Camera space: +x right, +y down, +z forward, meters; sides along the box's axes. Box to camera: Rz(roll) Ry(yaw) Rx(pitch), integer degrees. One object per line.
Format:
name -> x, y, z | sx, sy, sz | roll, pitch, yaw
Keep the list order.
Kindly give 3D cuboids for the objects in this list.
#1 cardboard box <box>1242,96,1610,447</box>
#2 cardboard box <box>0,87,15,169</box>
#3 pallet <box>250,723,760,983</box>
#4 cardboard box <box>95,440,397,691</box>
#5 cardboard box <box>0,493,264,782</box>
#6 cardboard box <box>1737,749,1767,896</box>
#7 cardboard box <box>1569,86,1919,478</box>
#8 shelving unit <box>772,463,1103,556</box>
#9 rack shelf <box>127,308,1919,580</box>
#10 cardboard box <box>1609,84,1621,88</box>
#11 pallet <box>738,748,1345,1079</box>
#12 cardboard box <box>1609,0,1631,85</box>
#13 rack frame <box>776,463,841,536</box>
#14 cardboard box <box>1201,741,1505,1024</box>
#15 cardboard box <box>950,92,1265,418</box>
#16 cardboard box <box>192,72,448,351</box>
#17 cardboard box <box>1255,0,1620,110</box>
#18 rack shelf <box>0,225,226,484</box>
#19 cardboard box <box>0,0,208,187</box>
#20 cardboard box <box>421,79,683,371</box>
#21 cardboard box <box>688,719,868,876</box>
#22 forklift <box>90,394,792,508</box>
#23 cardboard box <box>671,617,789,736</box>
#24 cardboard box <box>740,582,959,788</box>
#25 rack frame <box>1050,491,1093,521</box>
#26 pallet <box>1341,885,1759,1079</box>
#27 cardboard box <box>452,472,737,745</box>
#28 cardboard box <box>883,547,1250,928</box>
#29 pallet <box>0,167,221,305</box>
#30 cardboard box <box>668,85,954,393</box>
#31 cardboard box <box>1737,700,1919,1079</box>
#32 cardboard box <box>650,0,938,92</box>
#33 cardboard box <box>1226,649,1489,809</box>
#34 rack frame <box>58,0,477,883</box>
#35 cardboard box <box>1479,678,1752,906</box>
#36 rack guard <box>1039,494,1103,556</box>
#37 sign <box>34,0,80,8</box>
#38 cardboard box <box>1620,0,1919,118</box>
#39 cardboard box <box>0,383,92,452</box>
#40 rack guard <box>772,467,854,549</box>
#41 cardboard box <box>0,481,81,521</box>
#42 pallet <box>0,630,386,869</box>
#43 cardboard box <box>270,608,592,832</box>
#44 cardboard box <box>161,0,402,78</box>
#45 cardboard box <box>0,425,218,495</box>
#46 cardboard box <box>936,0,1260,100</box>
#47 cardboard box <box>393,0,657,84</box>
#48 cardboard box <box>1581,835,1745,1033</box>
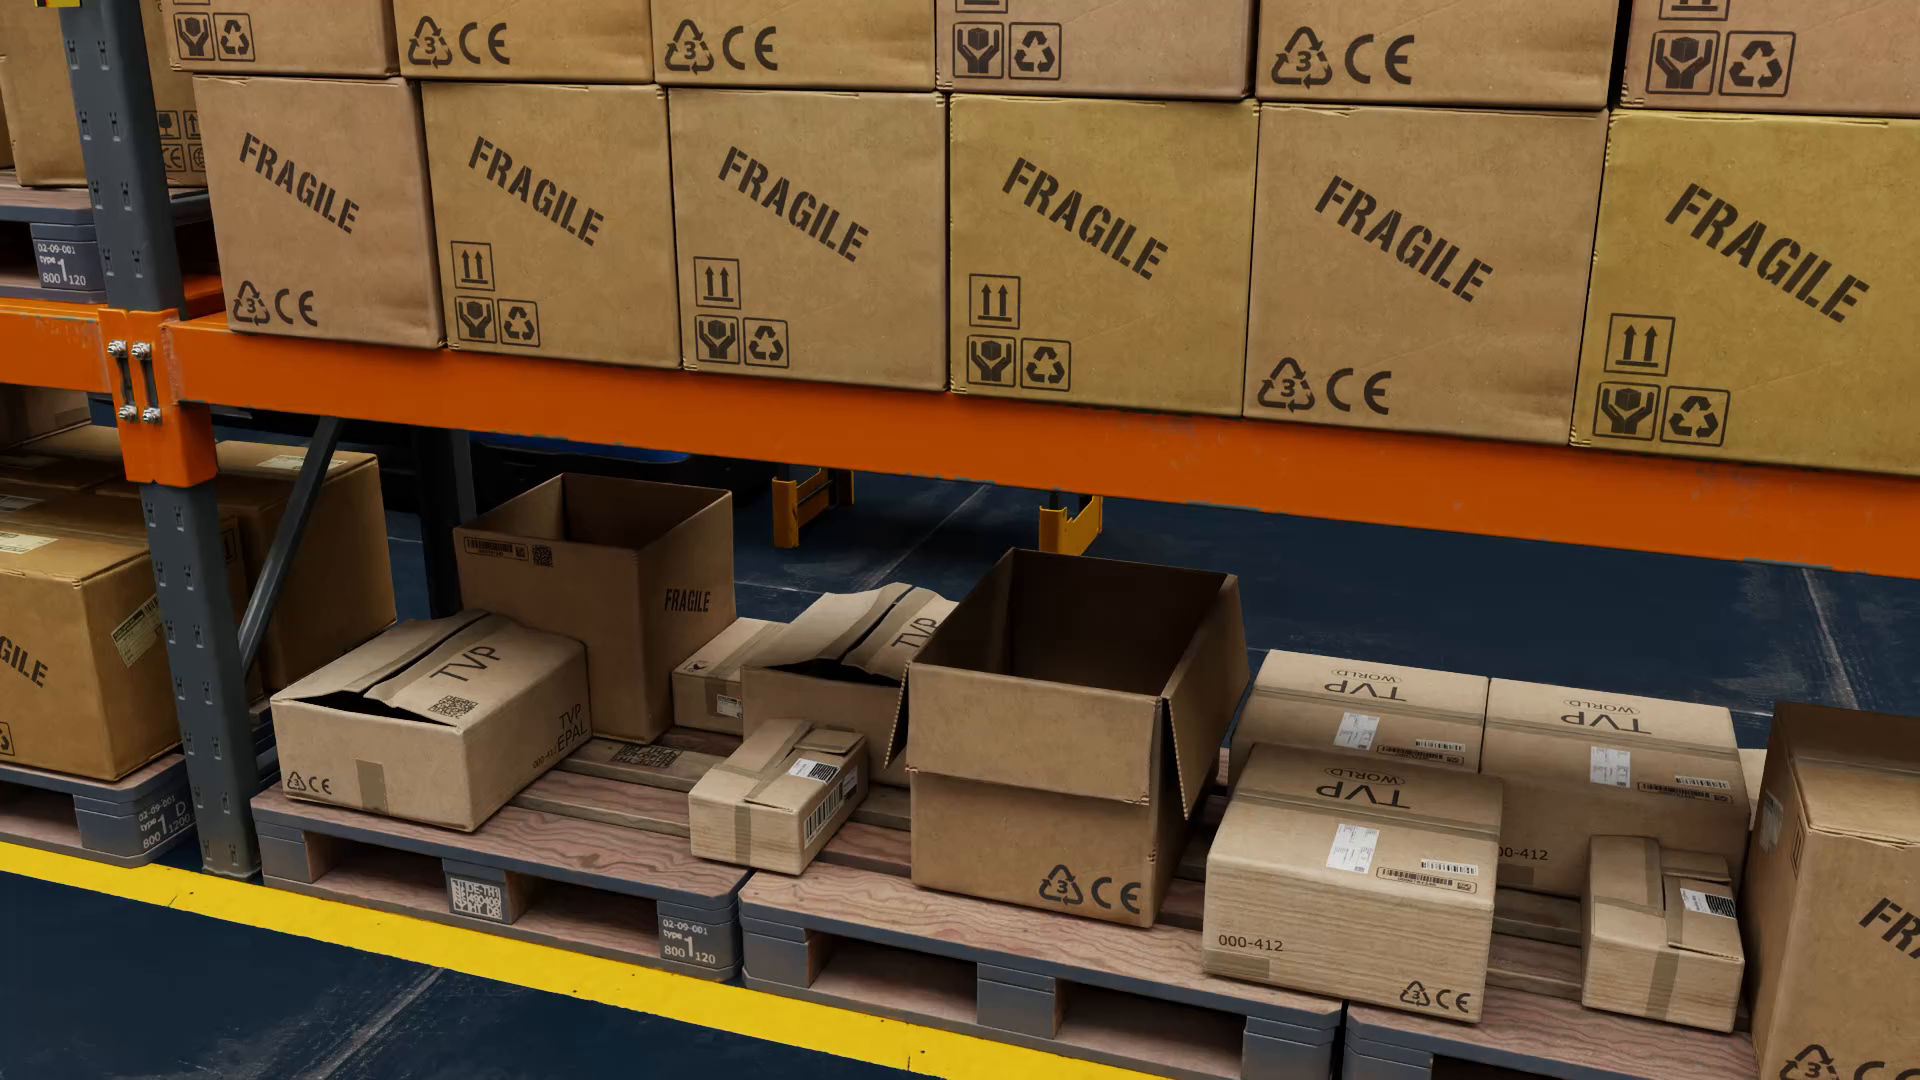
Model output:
cardboard box -> 0.774, -0.480, 2.745 | 0.500, 0.500, 0.500 | 7, 20, 18
cardboard box -> -2.576, -1.212, 4.205 | 0.500, 0.500, 0.700 | 10, 22, 27
pallet -> -0.883, 0.600, 4.033 | 1.213, 0.211, 1.003 | 7, 20, 18
cardboard box -> -1.909, 0.054, 4.494 | 0.500, 0.500, 0.500 | 6, 20, 16
cardboard box -> -2.092, 0.218, 4.024 | 0.500, 0.500, 0.500 | 6, 20, 18
cardboard box -> 1.728, 0.592, 3.456 | 0.250, 0.166, 0.380 | 7, 20, 18
cardboard box -> 1.243, -0.425, 2.586 | 0.500, 0.500, 0.500 | 7, 20, 19
shelving unit -> -0.072, -0.716, 5.853 | 1.083, 1.500, 0.587 | 7, 20, 18
rack shelf -> 0.357, -0.235, 3.287 | 4.000, 0.370, 1.077 | 7, 20, 18
cardboard box -> 1.425, -0.590, 3.060 | 0.500, 0.500, 0.500 | 6, 20, 18
pallet -> 0.273, 0.732, 3.657 | 1.213, 0.211, 1.003 | 7, 20, 18
cardboard box -> 1.418, -1.062, 2.895 | 0.500, 0.500, 0.500 | 7, 20, 19
rack frame -> -0.561, -0.772, 6.013 | 0.032, 1.500, 0.500 | 7, 20, 18
cardboard box -> 0.765, 0.638, 3.198 | 0.500, 0.250, 0.500 | 7, 20, 18
cardboard box -> 0.298, -0.535, 2.901 | 0.500, 0.500, 0.500 | 6, 20, 17
cardboard box -> -1.140, -0.698, 3.370 | 0.500, 0.500, 0.500 | 7, 20, 19
cardboard box -> 0.767, -0.950, 2.572 | 0.500, 0.500, 0.500 | 7, 20, 20
rack shelf -> -3.421, -0.667, 4.526 | 4.000, 0.370, 1.077 | 7, 20, 18
cardboard box -> -1.906, -1.157, 4.049 | 0.500, 0.500, 0.700 | 0, 19, 0
cardboard box -> -0.655, -0.644, 3.215 | 0.500, 0.500, 0.500 | 7, 20, 19
cardboard box -> -0.386, 0.542, 3.600 | 0.250, 0.166, 0.380 | 7, 20, 18
forklift -> -2.217, -1.699, 6.498 | 3.031, 2.935, 1.130 | 8, 21, 21
cardboard box -> -0.527, 0.343, 4.199 | 0.250, 0.149, 0.380 | 7, 20, 18
cardboard box -> -0.192, 0.325, 4.002 | 0.500, 0.311, 0.500 | 7, 20, 18
rack frame -> 0.400, -0.663, 5.698 | 0.032, 1.500, 0.500 | 7, 20, 18
pallet -> 1.421, 0.864, 3.277 | 1.213, 0.211, 1.003 | 7, 20, 18
cardboard box -> -0.901, 0.155, 4.203 | 0.500, 0.500, 0.500 | 7, 20, 18
cardboard box -> 0.245, 0.382, 3.549 | 0.637, 0.503, 0.797 | 7, 20, 18
pallet -> -2.251, -0.820, 4.165 | 1.213, 0.211, 1.003 | 7, 20, 18
cardboard box -> -0.183, -0.589, 3.058 | 0.500, 0.500, 0.500 | 6, 20, 18
cardboard box -> 1.652, 0.632, 2.836 | 0.500, 0.500, 0.500 | 7, 20, 18
cardboard box -> -0.206, -1.061, 2.891 | 0.500, 0.500, 0.500 | 6, 20, 16
cardboard box -> 0.882, 0.477, 3.660 | 0.500, 0.250, 0.500 | 7, 20, 18
rack frame -> -1.532, -0.791, 3.788 | 0.127, 3.000, 1.000 | 7, 20, 18
cardboard box -> 1.354, 0.531, 3.505 | 0.500, 0.250, 0.500 | 7, 20, 18
rack guard -> 0.398, -0.072, 5.904 | 0.087, 0.250, 0.587 | 7, 20, 18
sign -> -1.711, -1.165, 3.101 | 0.005, 0.325, 0.100 | 7, 20, 18
cardboard box -> 1.259, -0.895, 2.416 | 0.500, 0.500, 0.500 | 7, 20, 20
cardboard box -> -2.853, -0.408, 4.681 | 0.500, 0.250, 0.500 | 7, 20, 18
rack guard -> -0.542, -0.180, 6.213 | 0.087, 0.250, 0.587 | 7, 20, 18
cardboard box -> -2.556, 0.162, 4.185 | 0.500, 0.500, 0.500 | 7, 20, 18
pallet -> -2.313, 0.450, 4.465 | 1.213, 0.211, 1.003 | 7, 20, 18
cardboard box -> -1.206, 0.384, 3.835 | 0.500, 0.311, 0.500 | 7, 20, 18
cardboard box -> -1.179, -1.172, 3.210 | 0.500, 0.500, 0.500 | 7, 20, 19
cardboard box -> -2.416, 0.000, 4.650 | 0.500, 0.500, 0.500 | 7, 20, 19
cardboard box -> 0.282, -1.005, 2.731 | 0.500, 0.500, 0.500 | 7, 20, 20
cardboard box -> -0.692, -1.116, 3.050 | 0.500, 0.500, 0.500 | 6, 20, 16
cardboard box -> 1.299, 0.717, 3.097 | 0.250, 0.166, 0.380 | 7, 20, 18
